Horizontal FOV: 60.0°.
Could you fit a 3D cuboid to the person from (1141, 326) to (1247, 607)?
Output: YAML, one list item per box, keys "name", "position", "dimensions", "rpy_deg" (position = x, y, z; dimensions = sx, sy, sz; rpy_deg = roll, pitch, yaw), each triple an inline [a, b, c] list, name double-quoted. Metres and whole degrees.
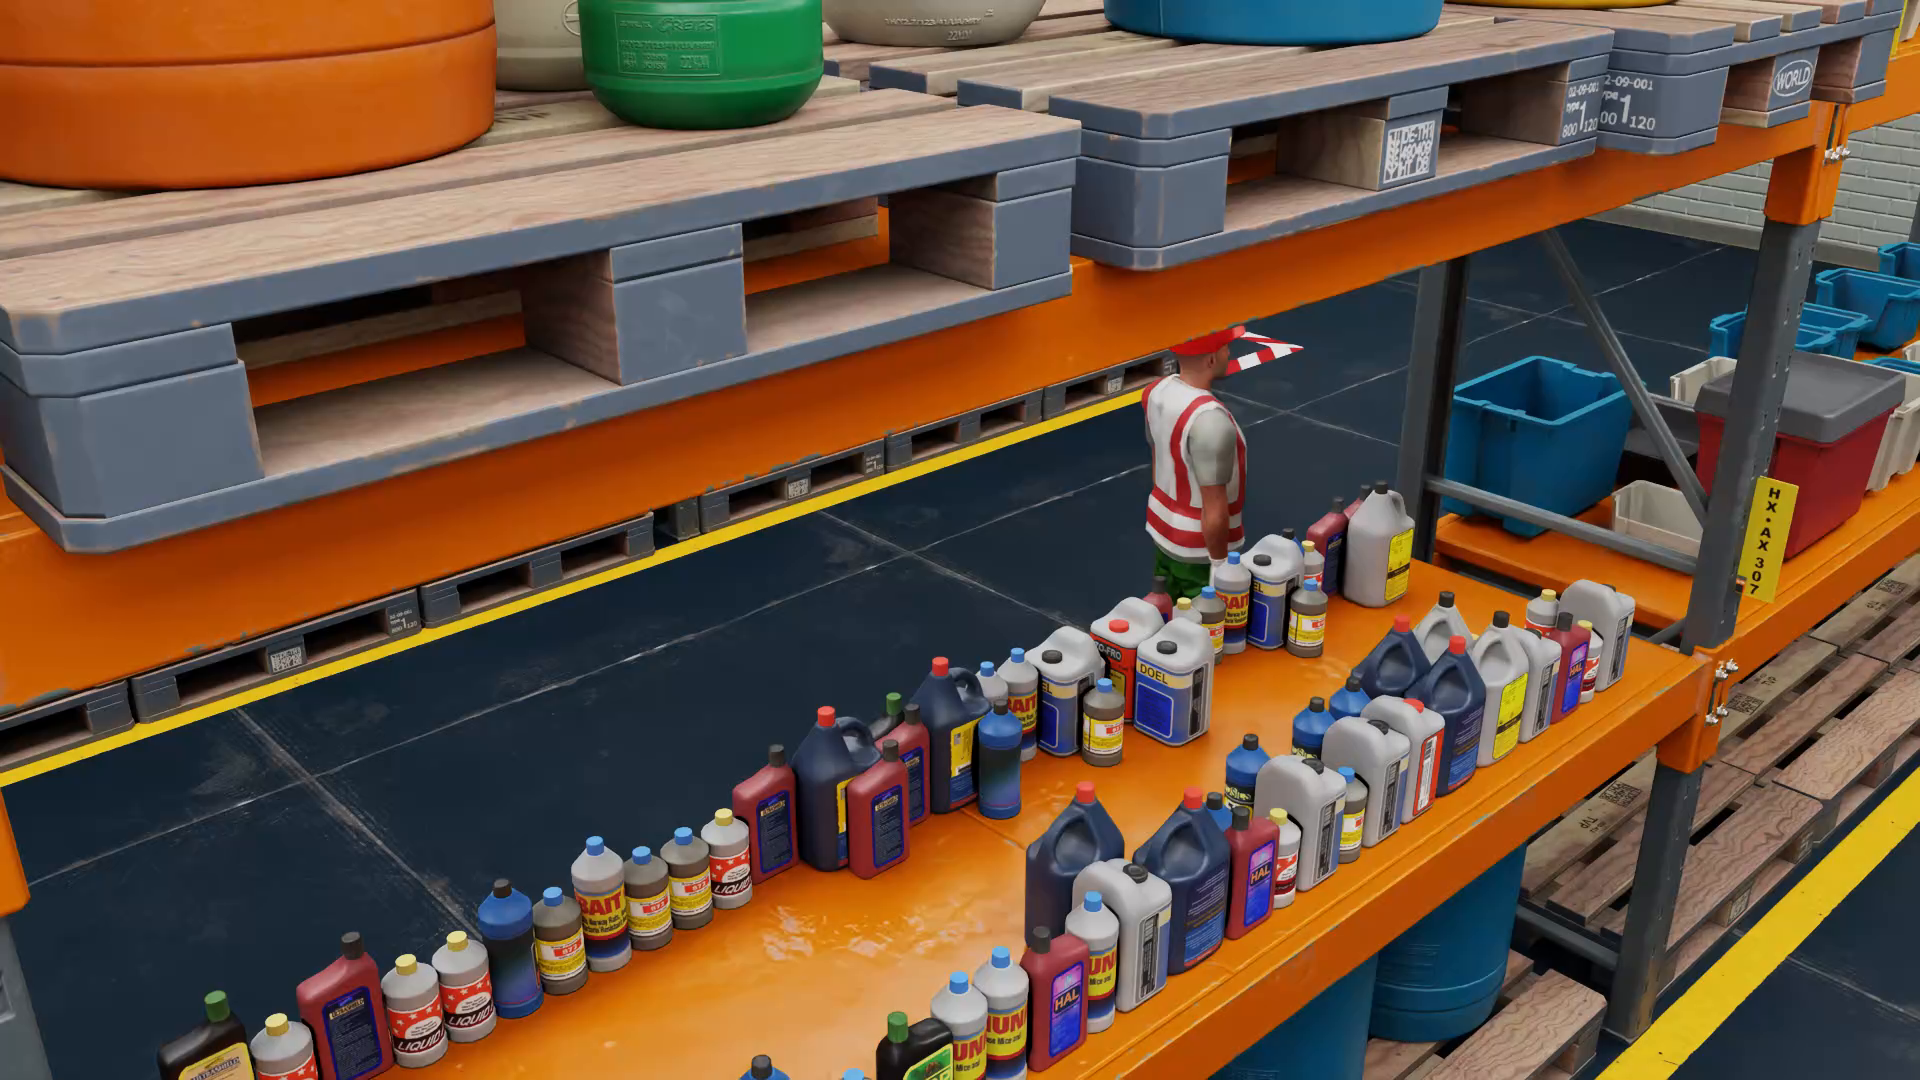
- name: "person"
  position: [0.855, 0.010, 6.056]
  dimensions: [0.347, 1.788, 0.524]
  rpy_deg: [-7, 25, -16]
